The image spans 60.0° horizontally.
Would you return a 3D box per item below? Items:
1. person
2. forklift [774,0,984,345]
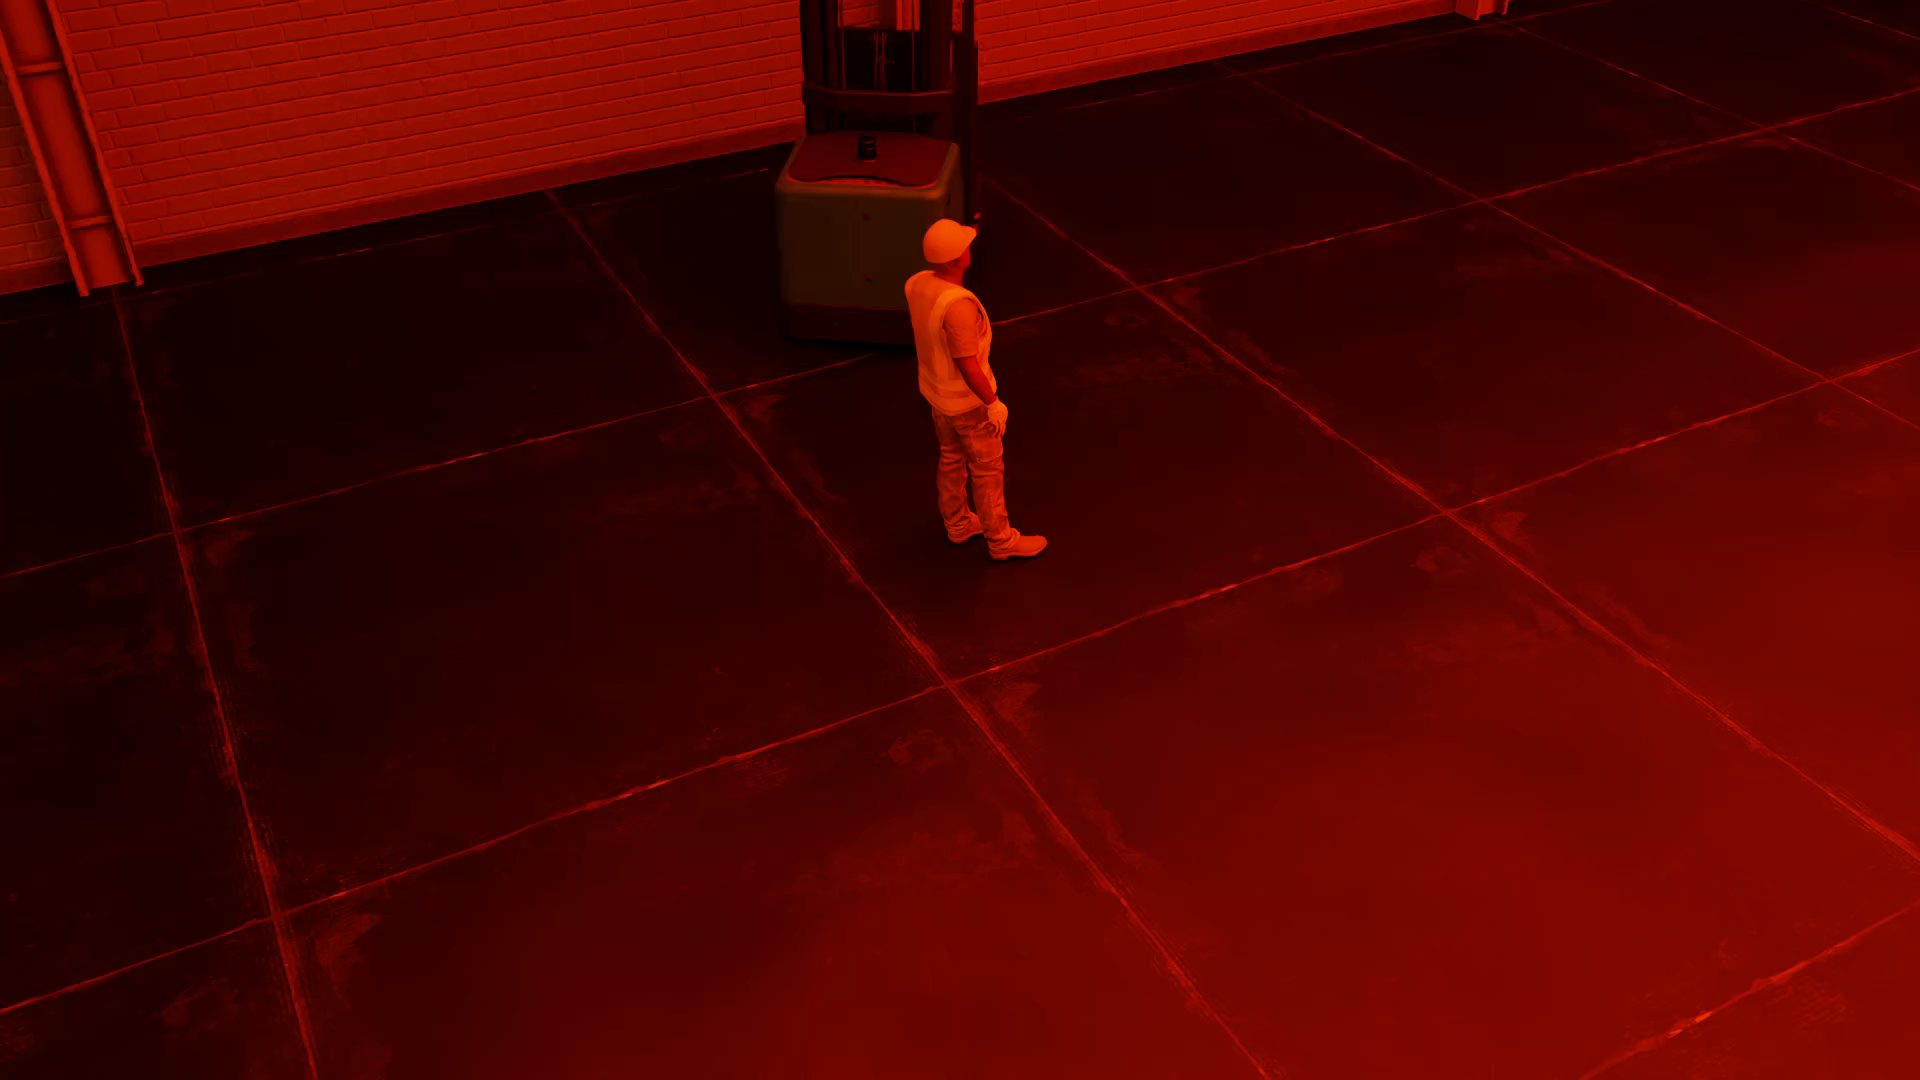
[{"bbox_3d":[0.068,-0.749,8.164,0.577,1.782,0.656,-17,39,-23],"label":"person"},{"bbox_3d":[-0.425,-3.226,10.687,1.130,2.935,3.031,4,35,6],"label":"forklift"}]
